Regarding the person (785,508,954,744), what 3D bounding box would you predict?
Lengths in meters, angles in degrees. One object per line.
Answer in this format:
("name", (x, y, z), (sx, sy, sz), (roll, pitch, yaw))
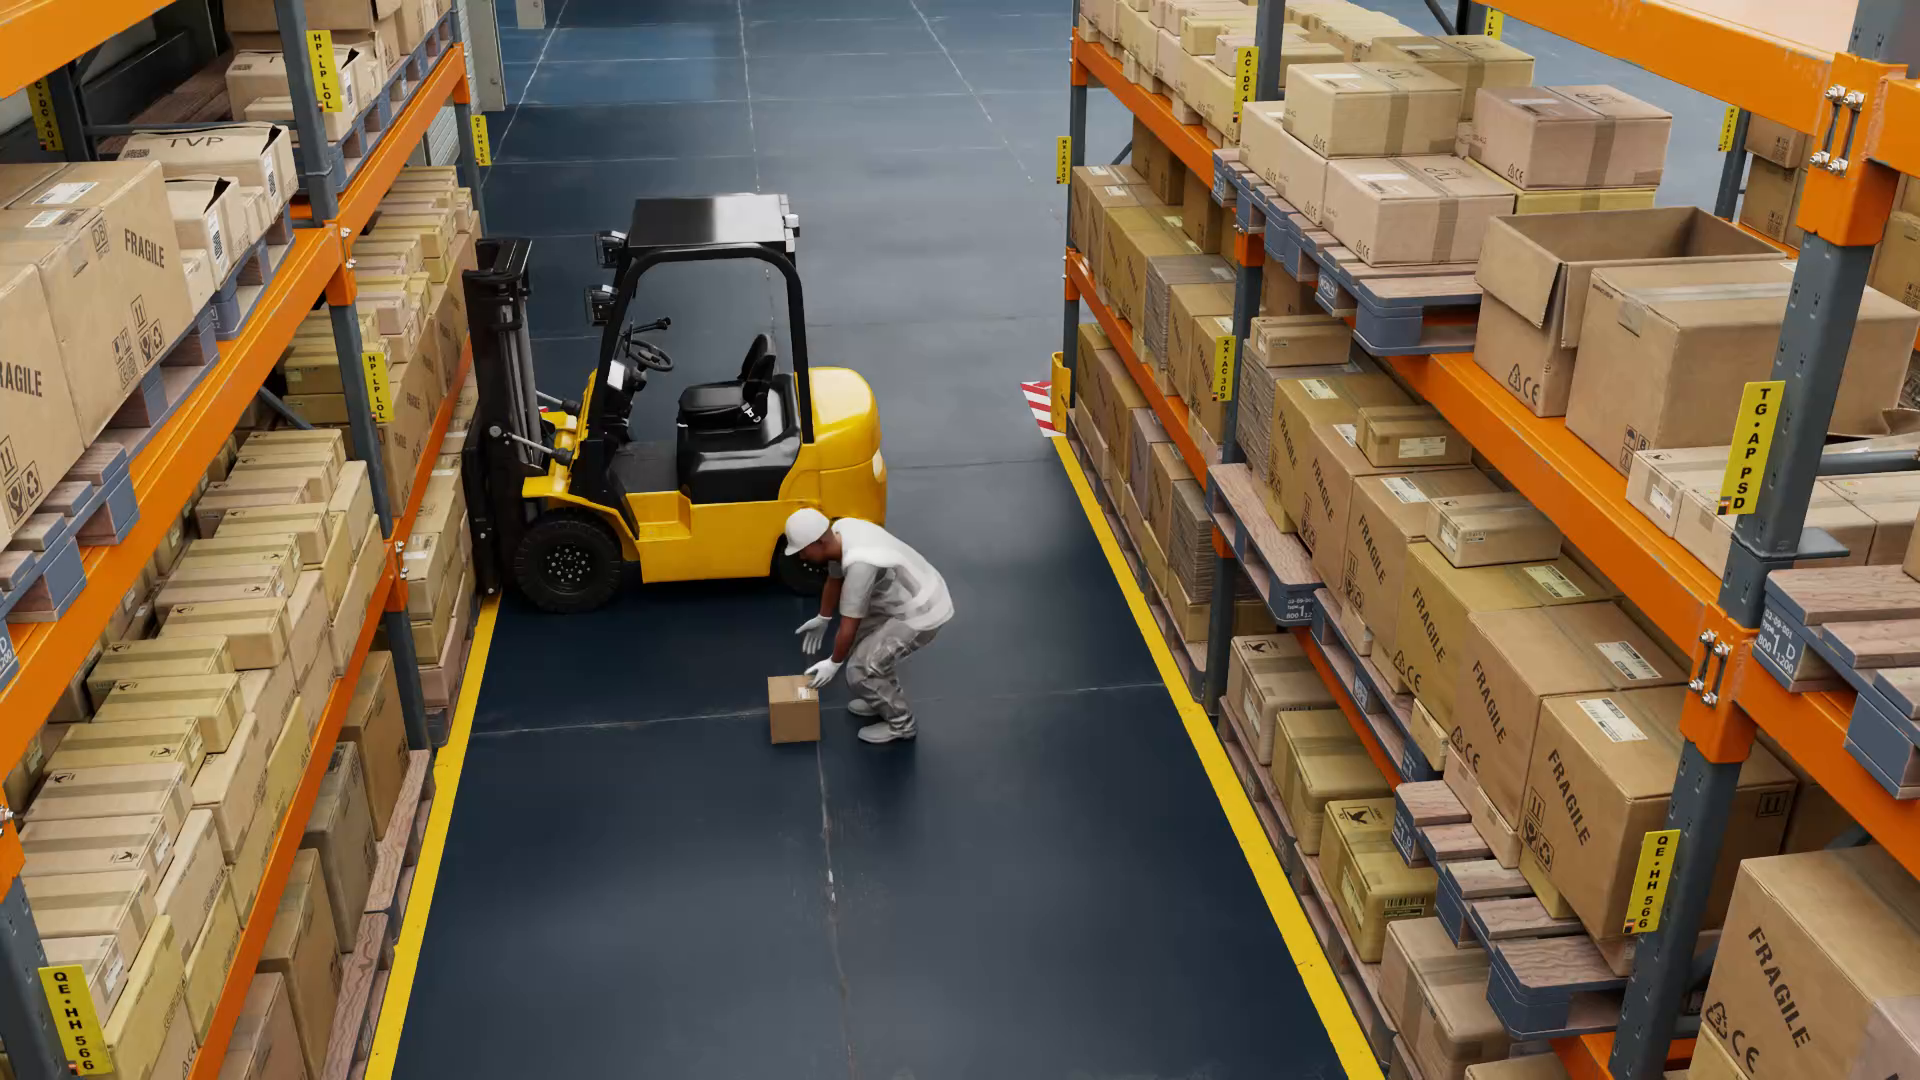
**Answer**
("person", (-0.445, 0.407, 8.343), (0.827, 1.288, 0.609), (-4, 27, -7))
